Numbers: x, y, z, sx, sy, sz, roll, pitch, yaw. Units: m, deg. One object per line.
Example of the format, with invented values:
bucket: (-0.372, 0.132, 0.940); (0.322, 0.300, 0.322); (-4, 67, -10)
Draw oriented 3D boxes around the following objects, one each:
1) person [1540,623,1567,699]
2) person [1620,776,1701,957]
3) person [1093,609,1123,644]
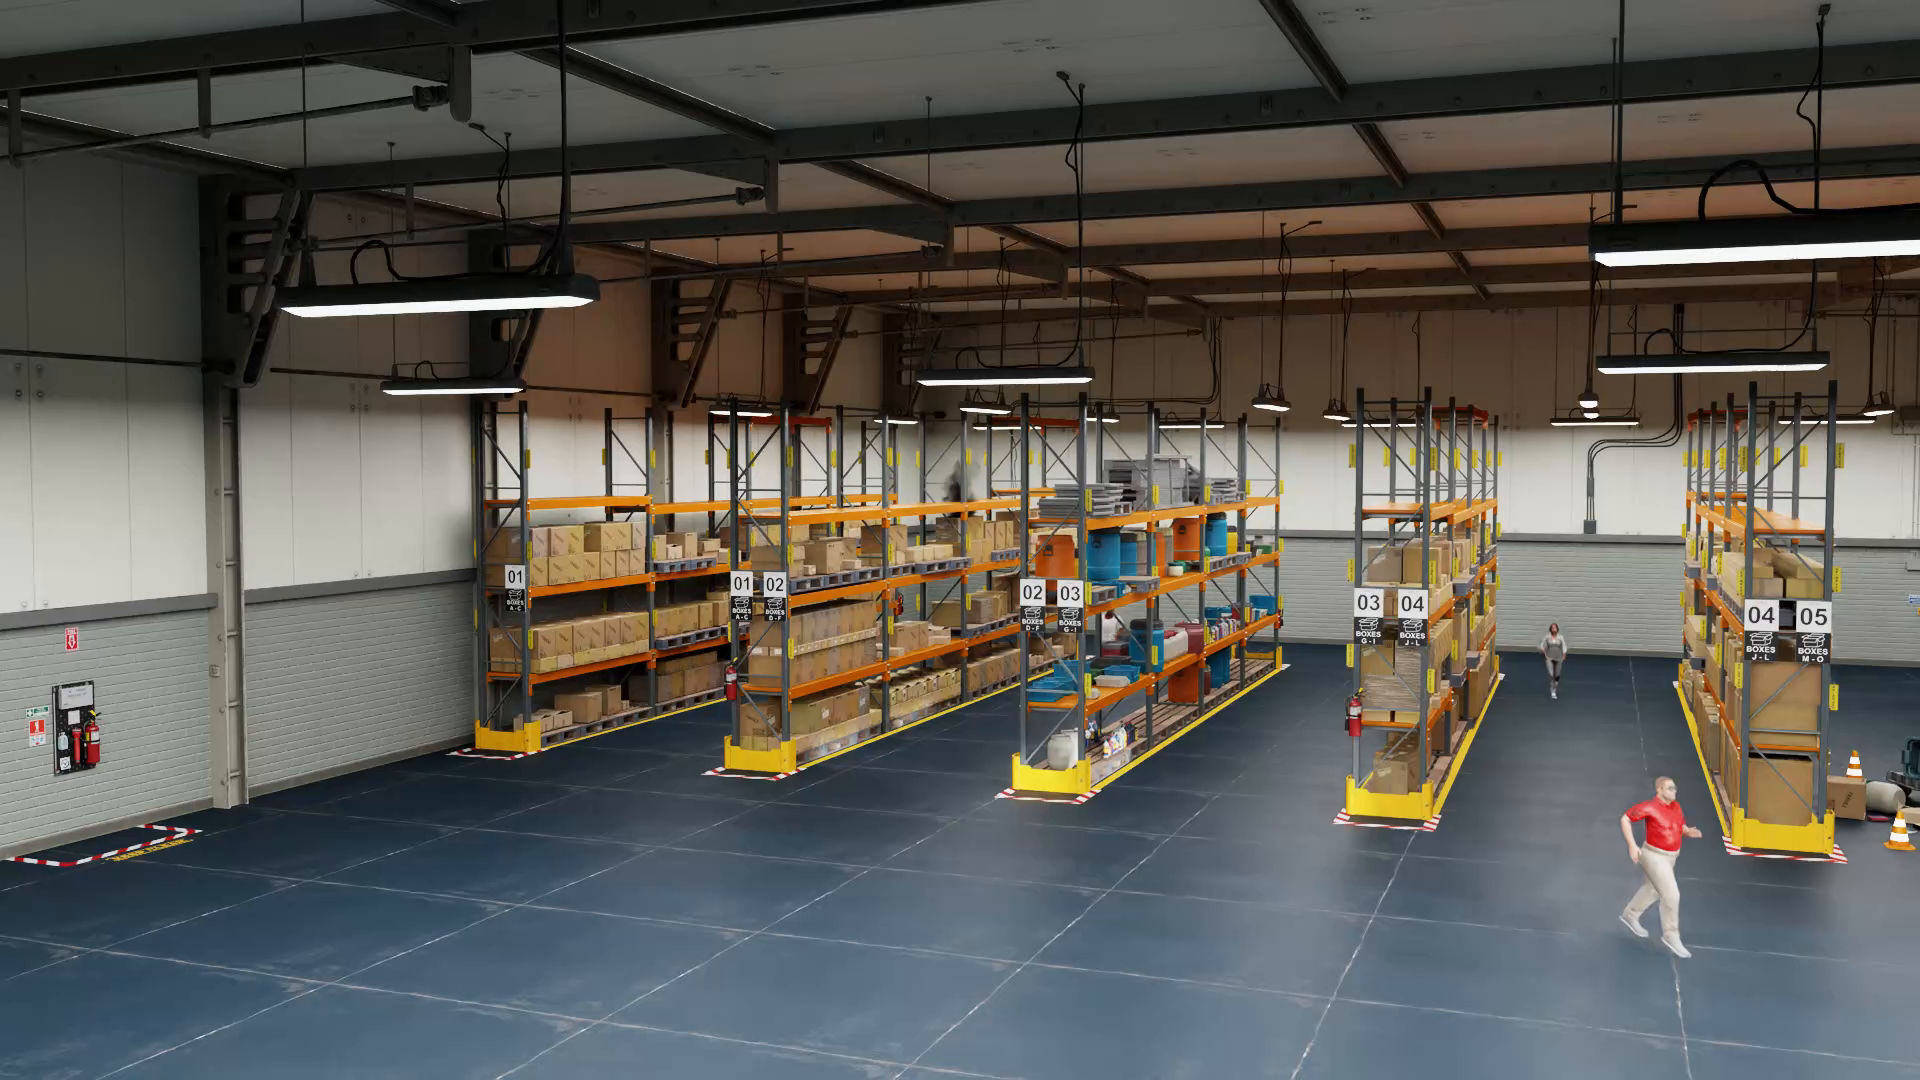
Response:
person: (12.489, 2.531, 35.022); (0.540, 1.567, 0.604); (1, 3, 16)
person: (7.159, 3.306, 17.036); (0.634, 1.790, 0.880); (-2, 4, -38)
person: (3.384, 2.299, 38.036); (0.677, 1.711, 0.627); (0, 3, 9)
